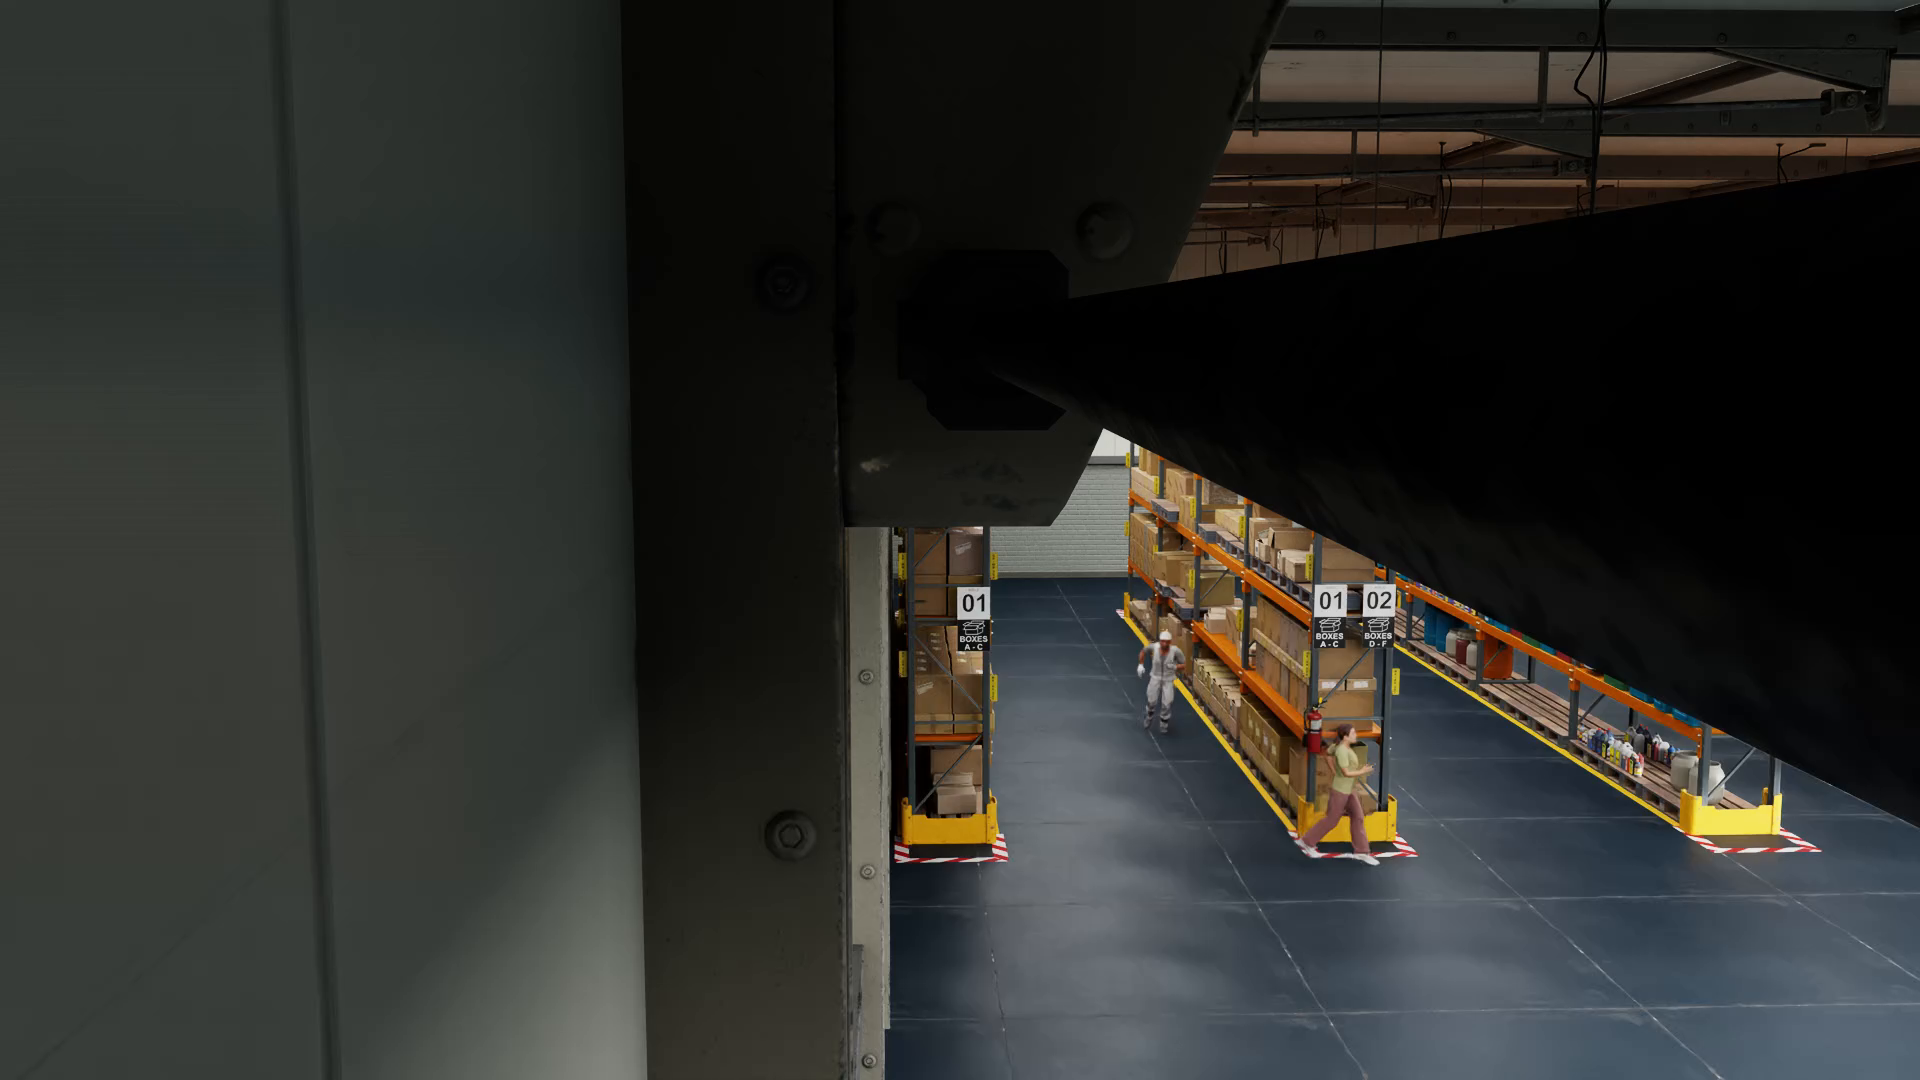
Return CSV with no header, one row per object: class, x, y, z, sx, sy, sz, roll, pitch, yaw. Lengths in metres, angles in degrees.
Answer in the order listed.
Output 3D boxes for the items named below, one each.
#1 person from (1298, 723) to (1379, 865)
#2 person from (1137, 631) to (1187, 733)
person,4.478,2.975,19.588,0.948,1.678,0.562,2,8,18
person,3.145,2.222,25.947,0.766,1.688,0.693,1,7,7
